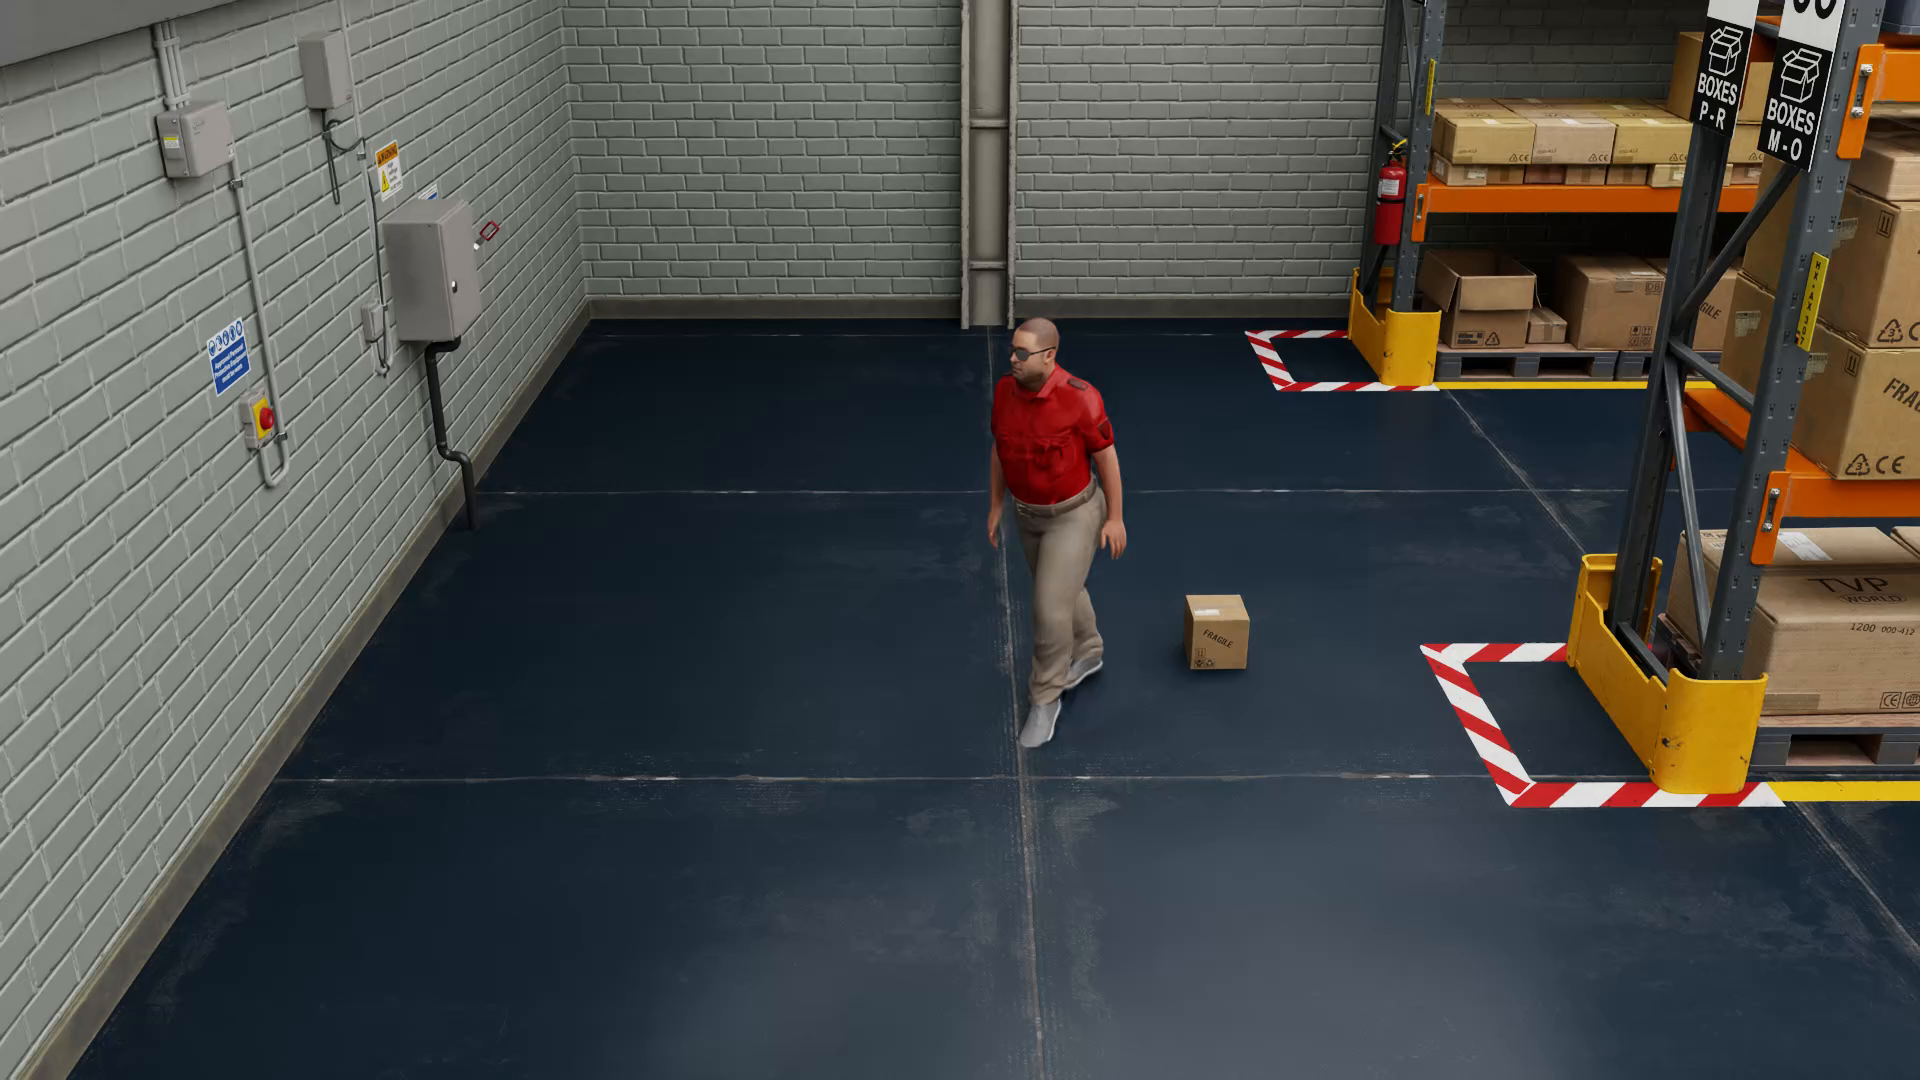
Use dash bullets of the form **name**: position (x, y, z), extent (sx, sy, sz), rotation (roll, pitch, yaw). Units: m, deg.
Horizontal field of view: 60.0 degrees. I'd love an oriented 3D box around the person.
- **person**: position (0.375, -0.074, 6.845), extent (0.703, 1.757, 0.587), rotation (-21, 31, -39)
